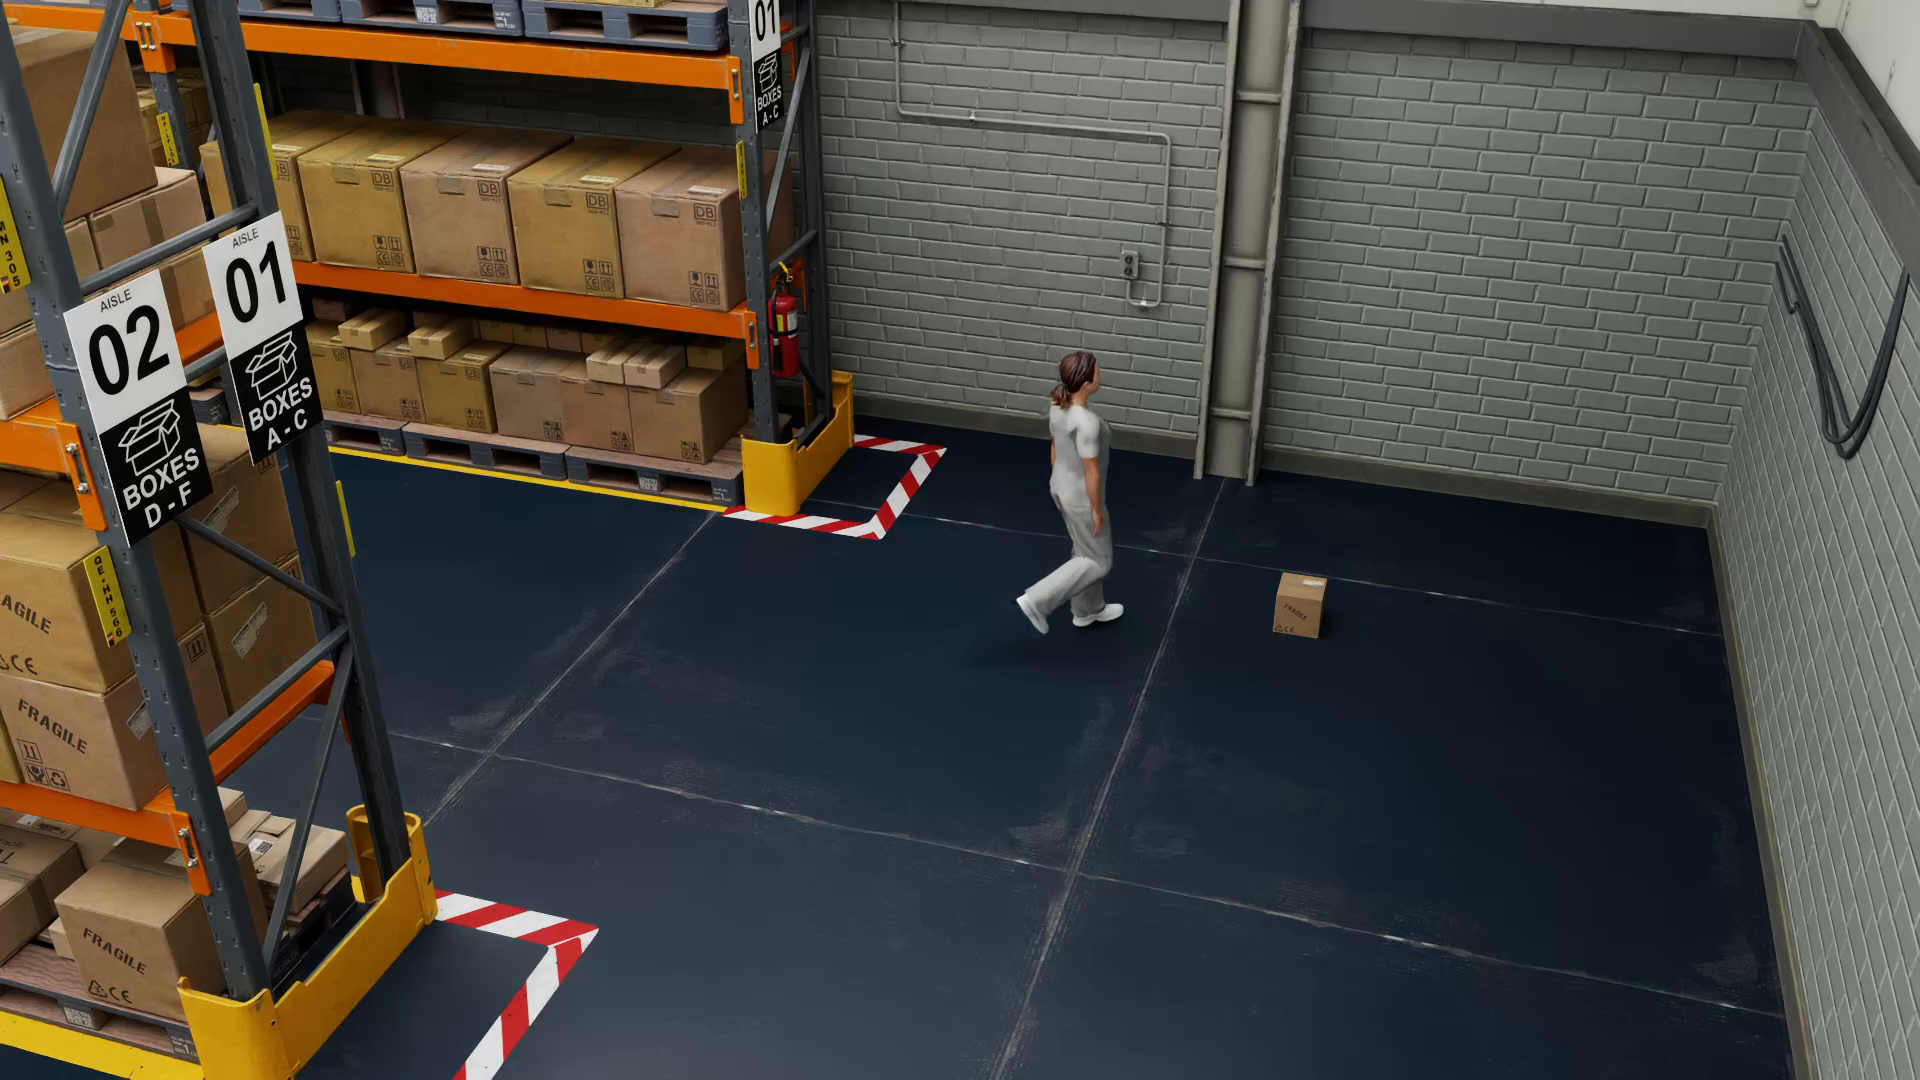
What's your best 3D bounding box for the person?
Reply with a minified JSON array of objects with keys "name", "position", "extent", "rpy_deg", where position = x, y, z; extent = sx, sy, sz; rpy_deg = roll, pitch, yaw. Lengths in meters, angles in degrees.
[{"name":"person","position":[0.602,-0.225,8.879],"extent":[0.708,1.654,0.456],"rpy_deg":[-12,31,-20]}]
